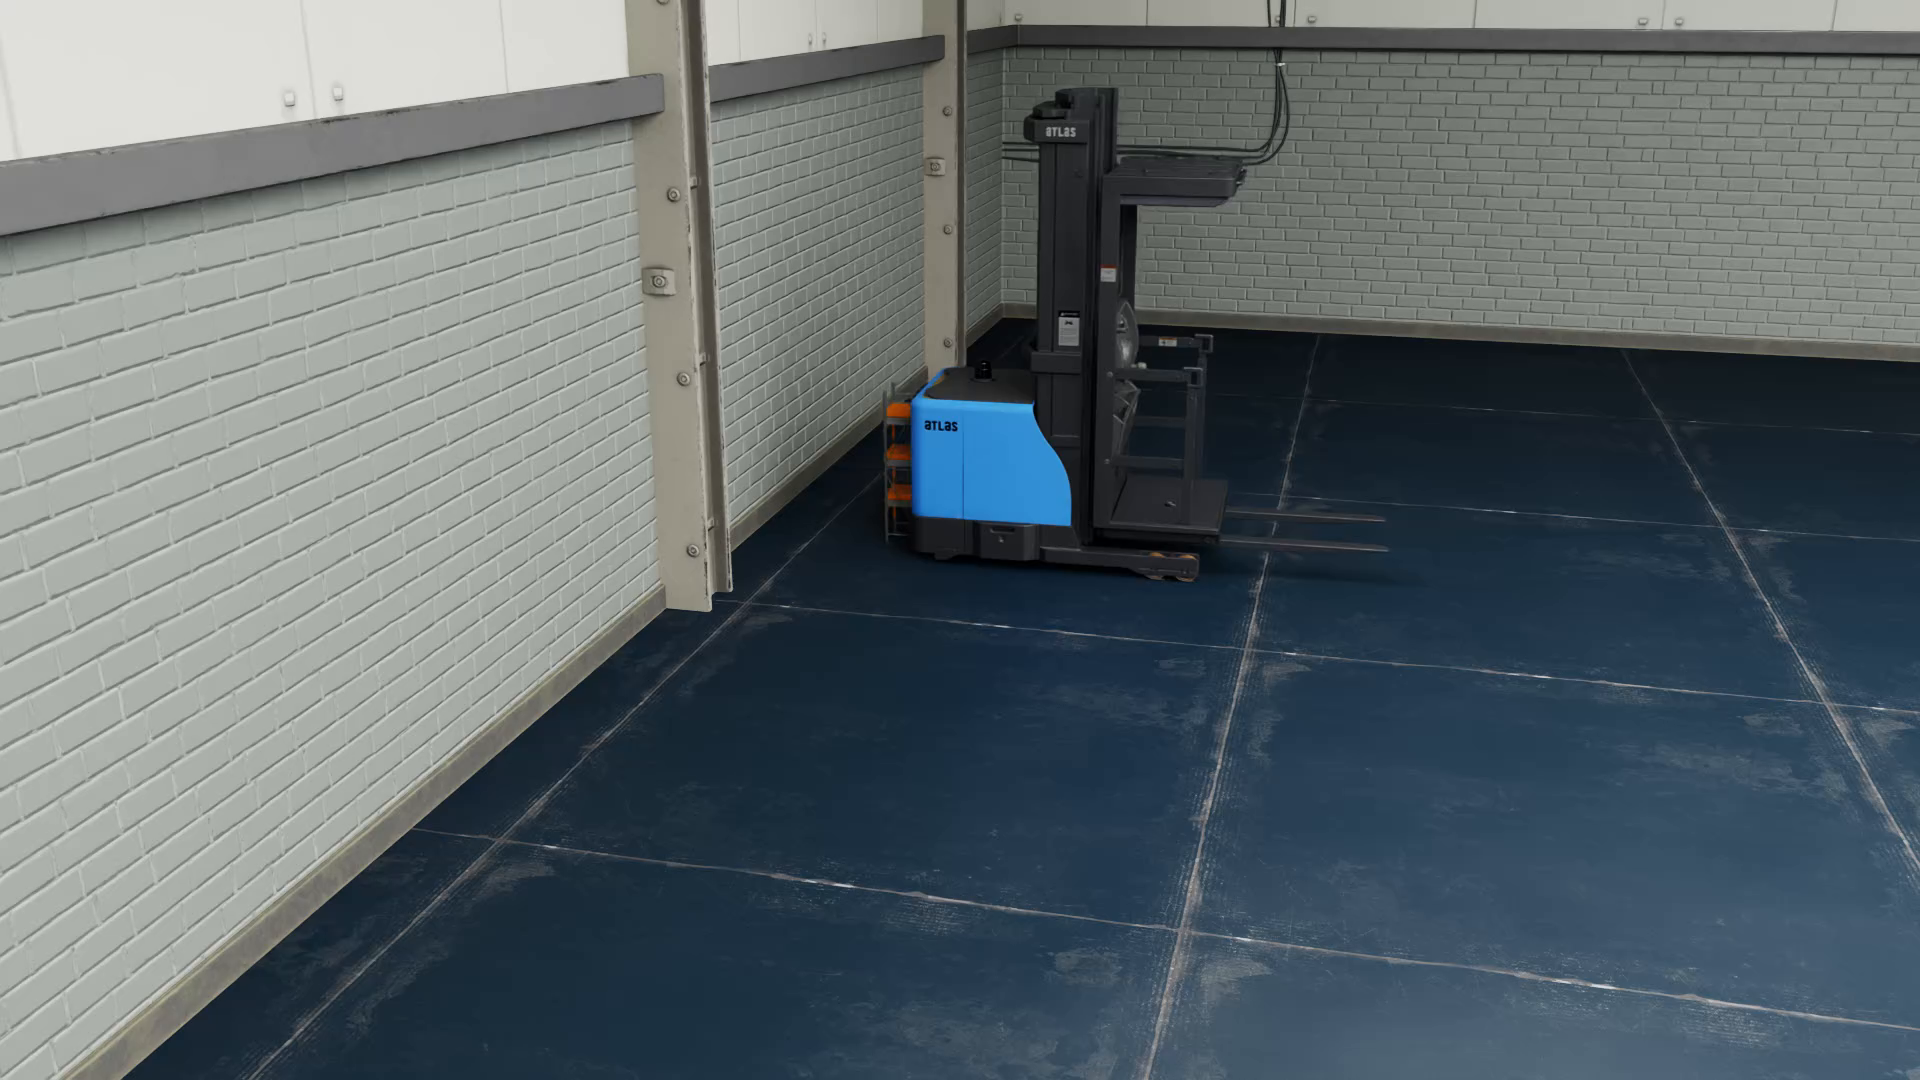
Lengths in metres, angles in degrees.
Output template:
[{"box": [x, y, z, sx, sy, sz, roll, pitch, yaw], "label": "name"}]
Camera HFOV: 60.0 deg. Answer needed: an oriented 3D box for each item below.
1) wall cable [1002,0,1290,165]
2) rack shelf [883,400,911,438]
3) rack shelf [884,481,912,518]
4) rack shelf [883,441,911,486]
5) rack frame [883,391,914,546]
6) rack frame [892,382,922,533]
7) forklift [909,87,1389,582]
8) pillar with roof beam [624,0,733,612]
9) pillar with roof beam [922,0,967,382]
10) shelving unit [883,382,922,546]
[{"box": [1.867, -5.133, 17.097, 3.097, 2.526, 0.112, 5, 19, 13], "label": "wall cable"}, {"box": [-0.375, -0.762, 10.948, 0.215, 0.259, 0.240, 4, 19, 10], "label": "rack shelf"}, {"box": [-0.375, -0.230, 11.129, 0.215, 0.259, 0.240, 4, 19, 10], "label": "rack shelf"}, {"box": [-0.375, -0.493, 11.040, 0.215, 0.259, 0.240, 4, 19, 10], "label": "rack shelf"}, {"box": [-0.398, -0.464, 10.923, 0.200, 1.050, 0.008, 4, 19, 10], "label": "rack frame"}, {"box": [-0.352, -0.542, 11.150, 0.200, 1.050, 0.008, 4, 19, 10], "label": "rack frame"}, {"box": [1.243, -1.313, 10.498, 3.031, 2.935, 1.130, 4, 19, 11], "label": "forklift"}, {"box": [2.573, -3.563, 7.697, 9.100, 9.000, 0.400, 5, 19, 13], "label": "pillar with roof beam"}, {"box": [4.039, -5.443, 13.202, 9.100, 9.000, 0.400, 5, 19, 13], "label": "pillar with roof beam"}, {"box": [-0.375, -0.503, 11.036, 0.215, 1.050, 0.252, 4, 19, 10], "label": "shelving unit"}]
